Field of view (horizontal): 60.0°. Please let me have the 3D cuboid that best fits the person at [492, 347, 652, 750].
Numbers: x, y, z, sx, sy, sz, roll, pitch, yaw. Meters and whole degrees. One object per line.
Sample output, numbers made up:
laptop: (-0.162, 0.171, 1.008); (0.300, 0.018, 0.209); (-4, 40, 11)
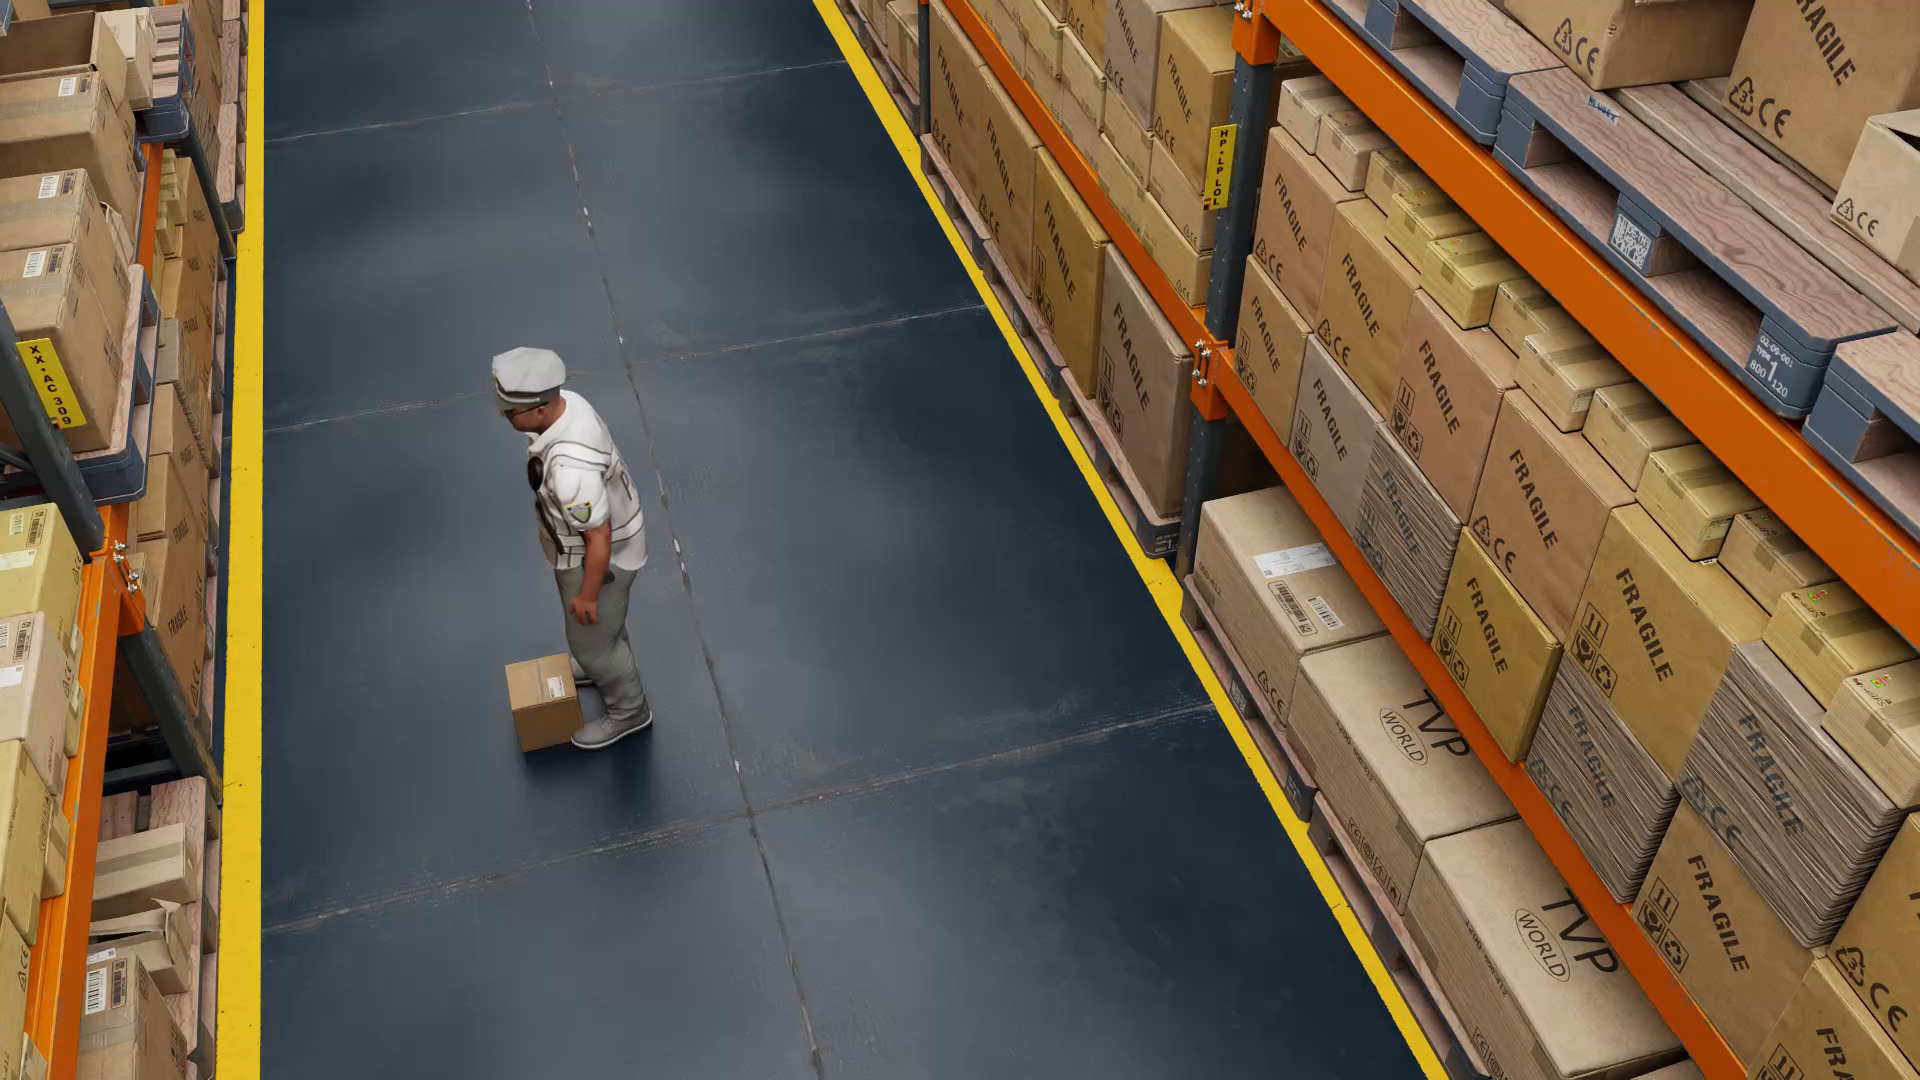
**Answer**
person: (-1.374, 0.026, 6.124); (0.430, 1.751, 0.604); (-14, 44, -15)
